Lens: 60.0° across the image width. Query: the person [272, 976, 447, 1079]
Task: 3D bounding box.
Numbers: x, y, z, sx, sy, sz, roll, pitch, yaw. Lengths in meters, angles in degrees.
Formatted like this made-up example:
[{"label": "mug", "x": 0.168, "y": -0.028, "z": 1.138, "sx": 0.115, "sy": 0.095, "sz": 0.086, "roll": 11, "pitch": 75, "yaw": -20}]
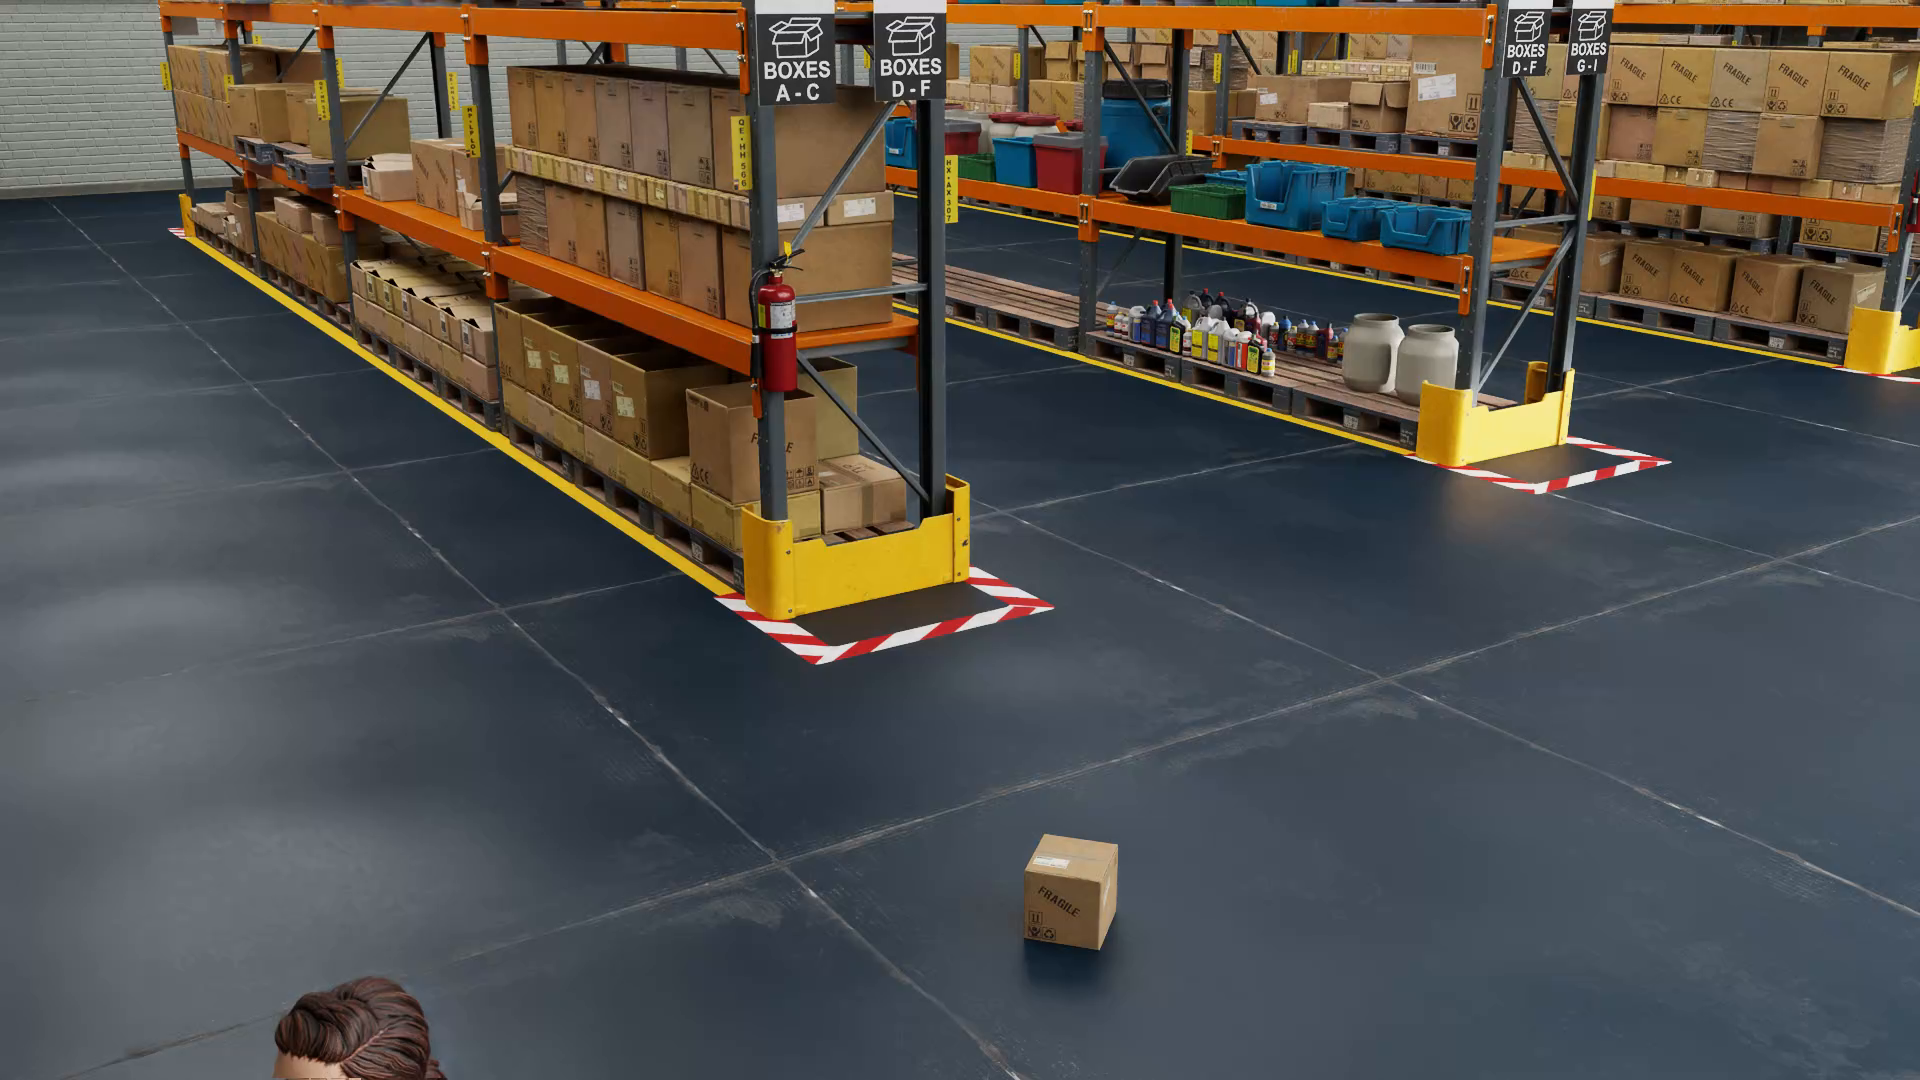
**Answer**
[{"label": "person", "x": -0.774, "y": 1.357, "z": 2.364, "sx": 0.448, "sy": 1.649, "sz": 0.718, "roll": 4, "pitch": 19, "yaw": 13}]
